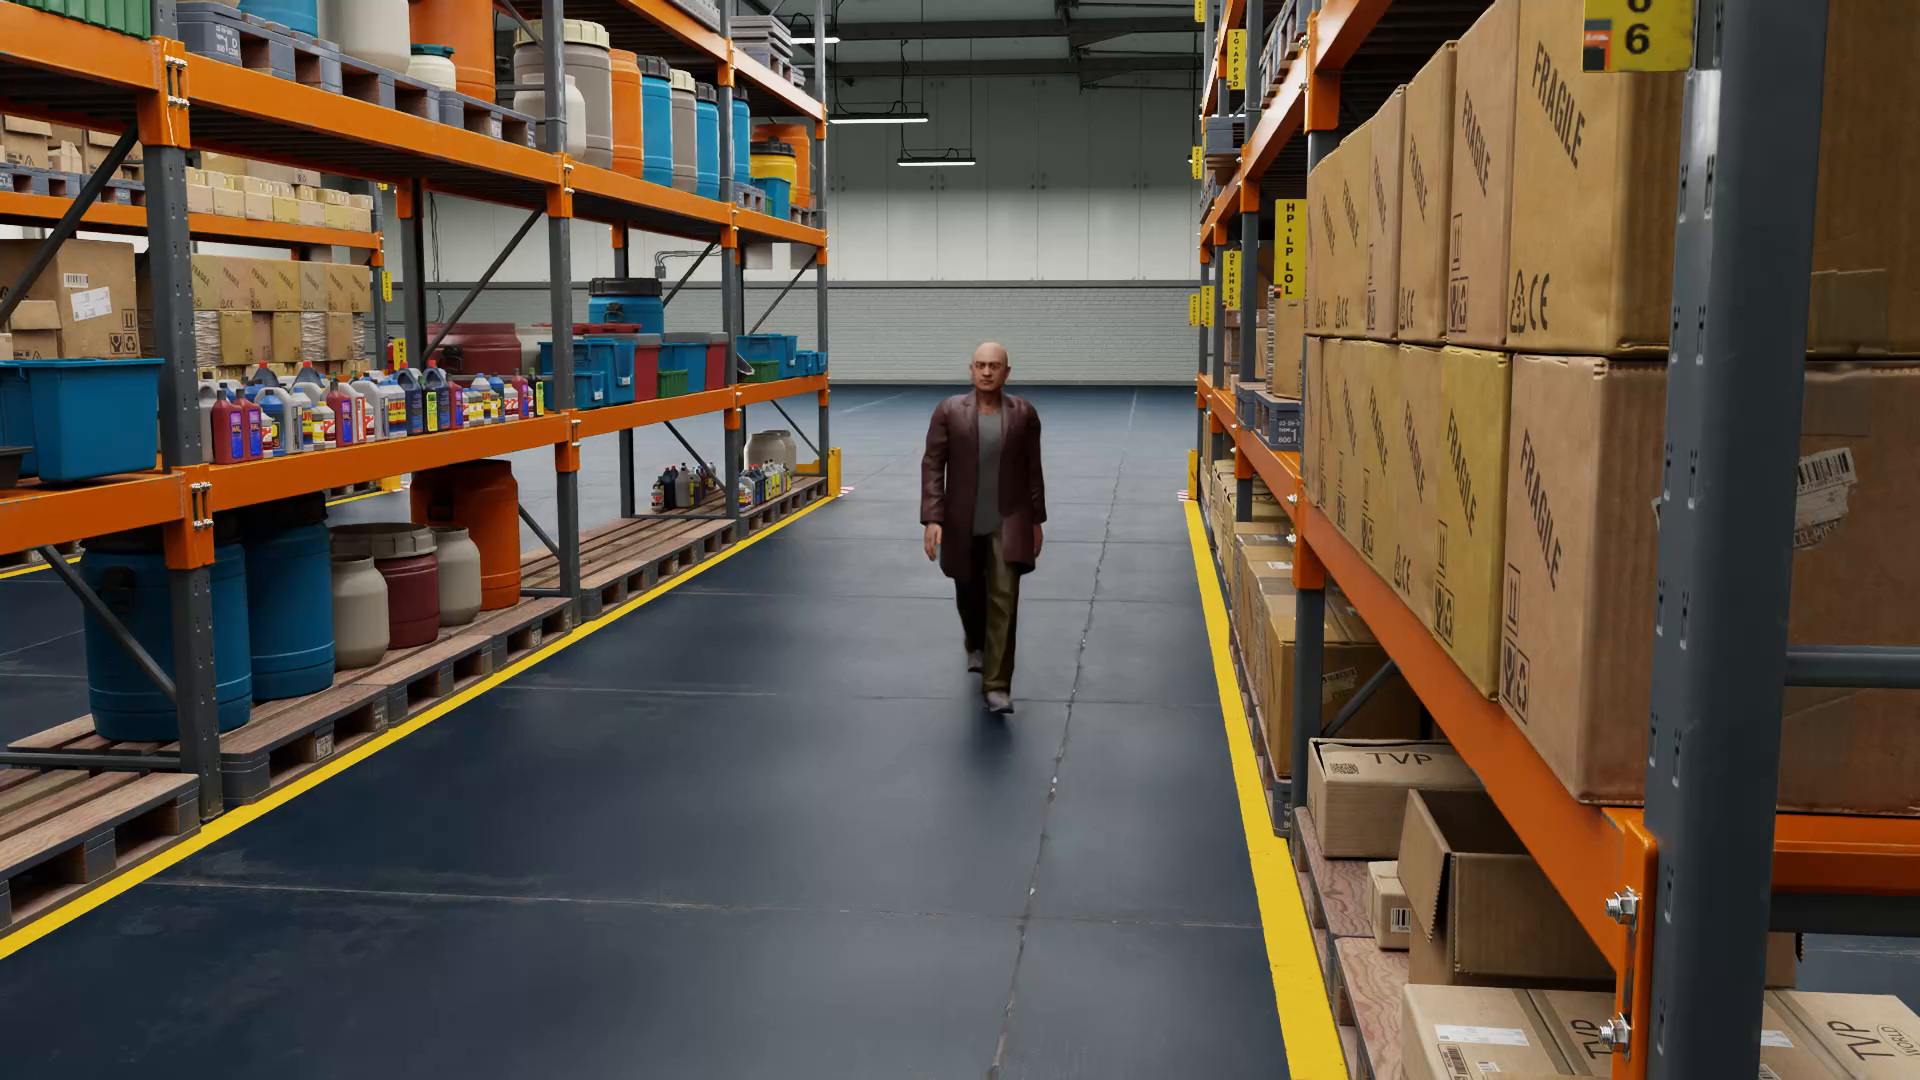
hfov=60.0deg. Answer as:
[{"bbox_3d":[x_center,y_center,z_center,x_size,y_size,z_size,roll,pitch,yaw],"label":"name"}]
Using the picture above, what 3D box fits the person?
[{"bbox_3d":[0.118,-0.086,8.048,0.607,1.734,1.126,0,7,3],"label":"person"}]
